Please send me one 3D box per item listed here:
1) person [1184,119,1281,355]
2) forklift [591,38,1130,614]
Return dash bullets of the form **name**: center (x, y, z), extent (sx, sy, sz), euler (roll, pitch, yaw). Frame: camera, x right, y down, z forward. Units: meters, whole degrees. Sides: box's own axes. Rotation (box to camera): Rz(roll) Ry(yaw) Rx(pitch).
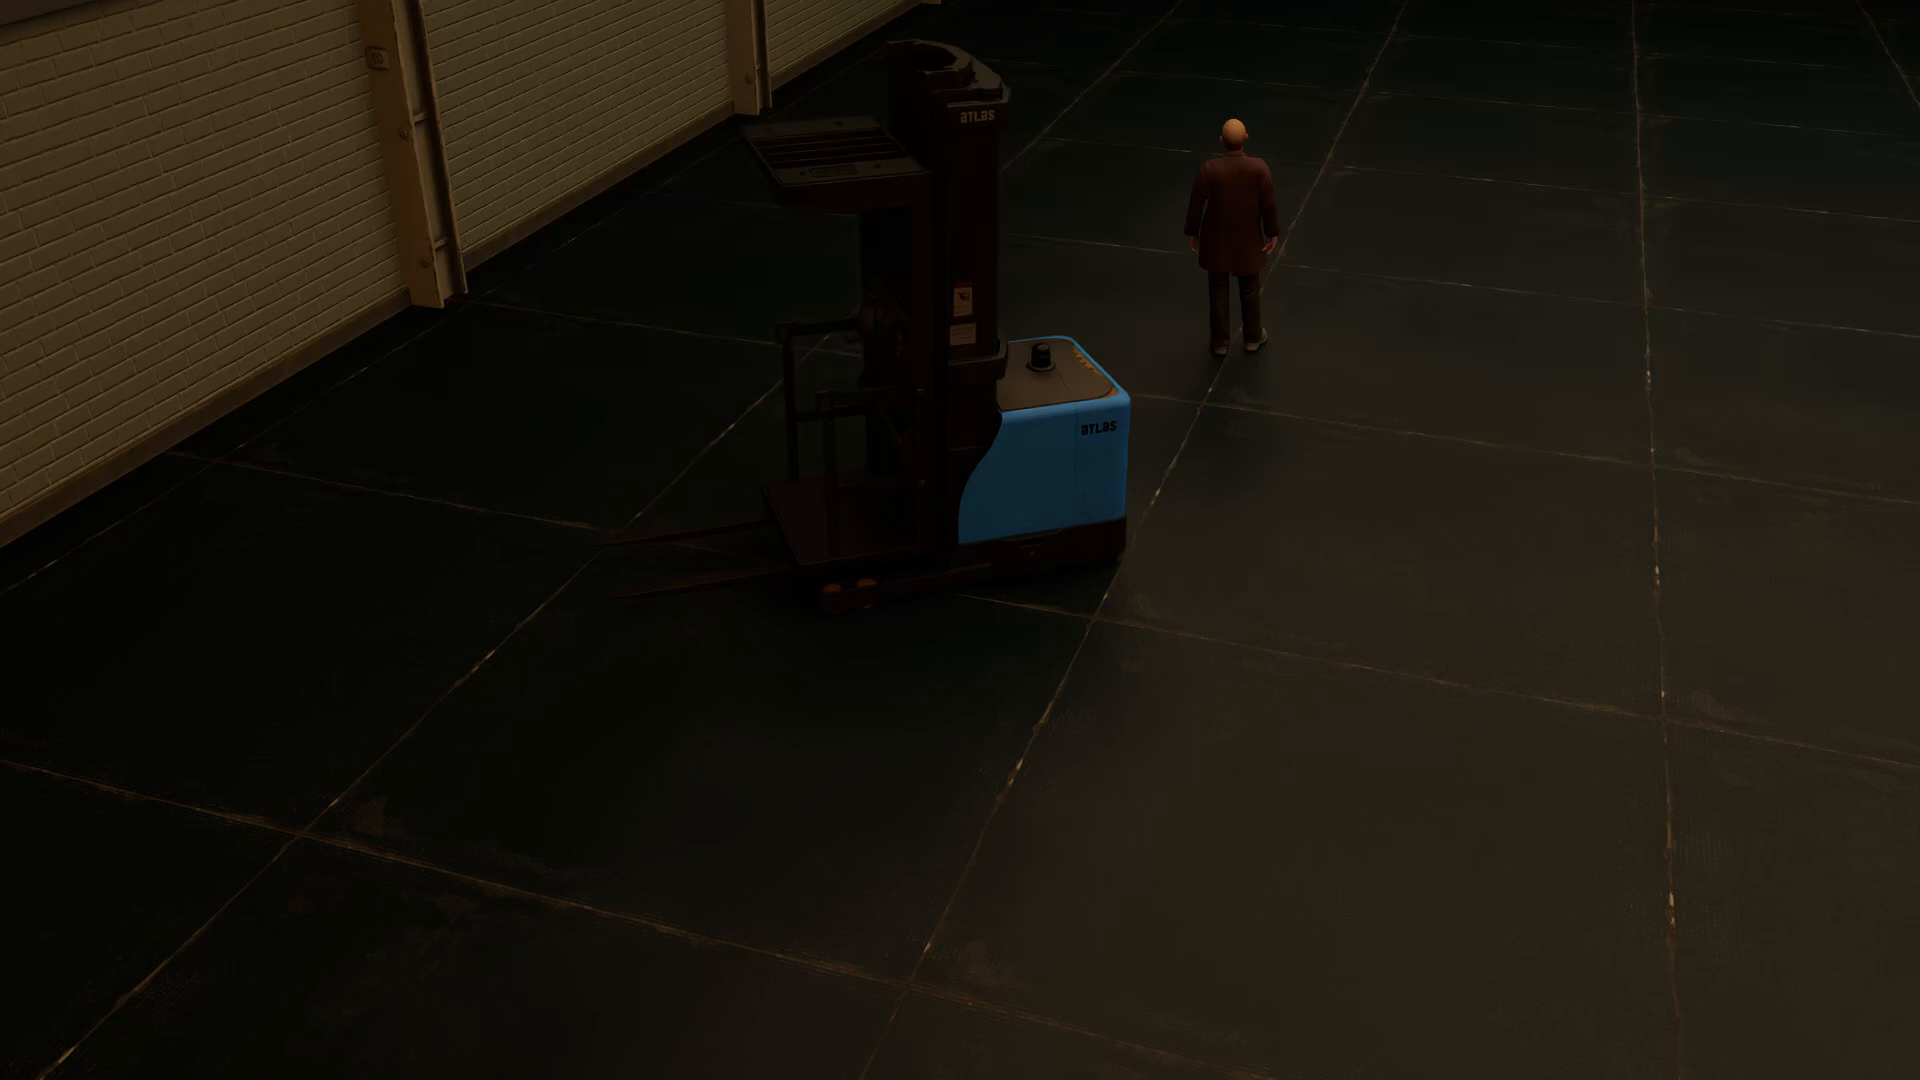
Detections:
- **person**: center (2.001, -2.248, 12.228), extent (0.698, 1.777, 0.581), euler (6, 30, 11)
- **forklift**: center (-0.597, -1.151, 9.156), extent (3.031, 2.935, 1.130), euler (-9, 31, -16)
